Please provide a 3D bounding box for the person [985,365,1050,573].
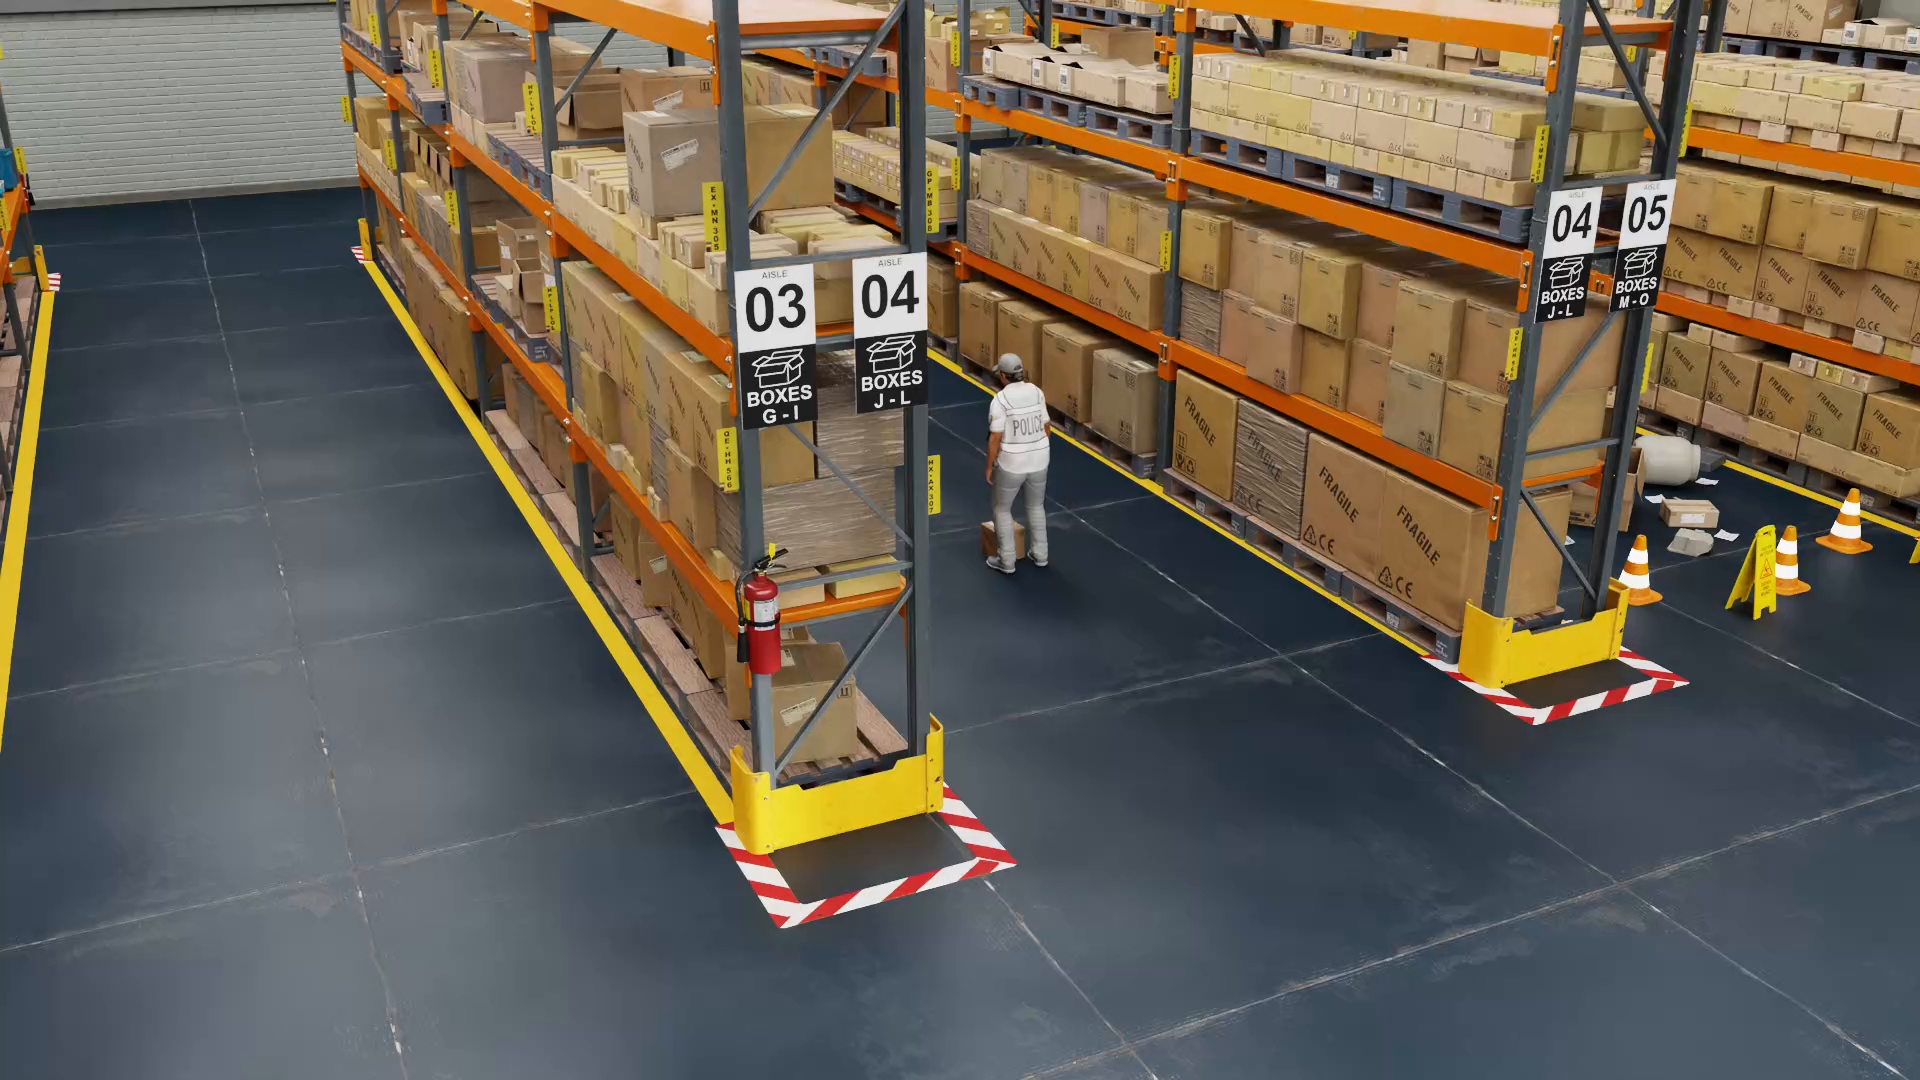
[{"bbox_3d":[0.446,-0.558,12.370,0.563,1.651,0.401,-12,25,-27],"label":"person"}]
